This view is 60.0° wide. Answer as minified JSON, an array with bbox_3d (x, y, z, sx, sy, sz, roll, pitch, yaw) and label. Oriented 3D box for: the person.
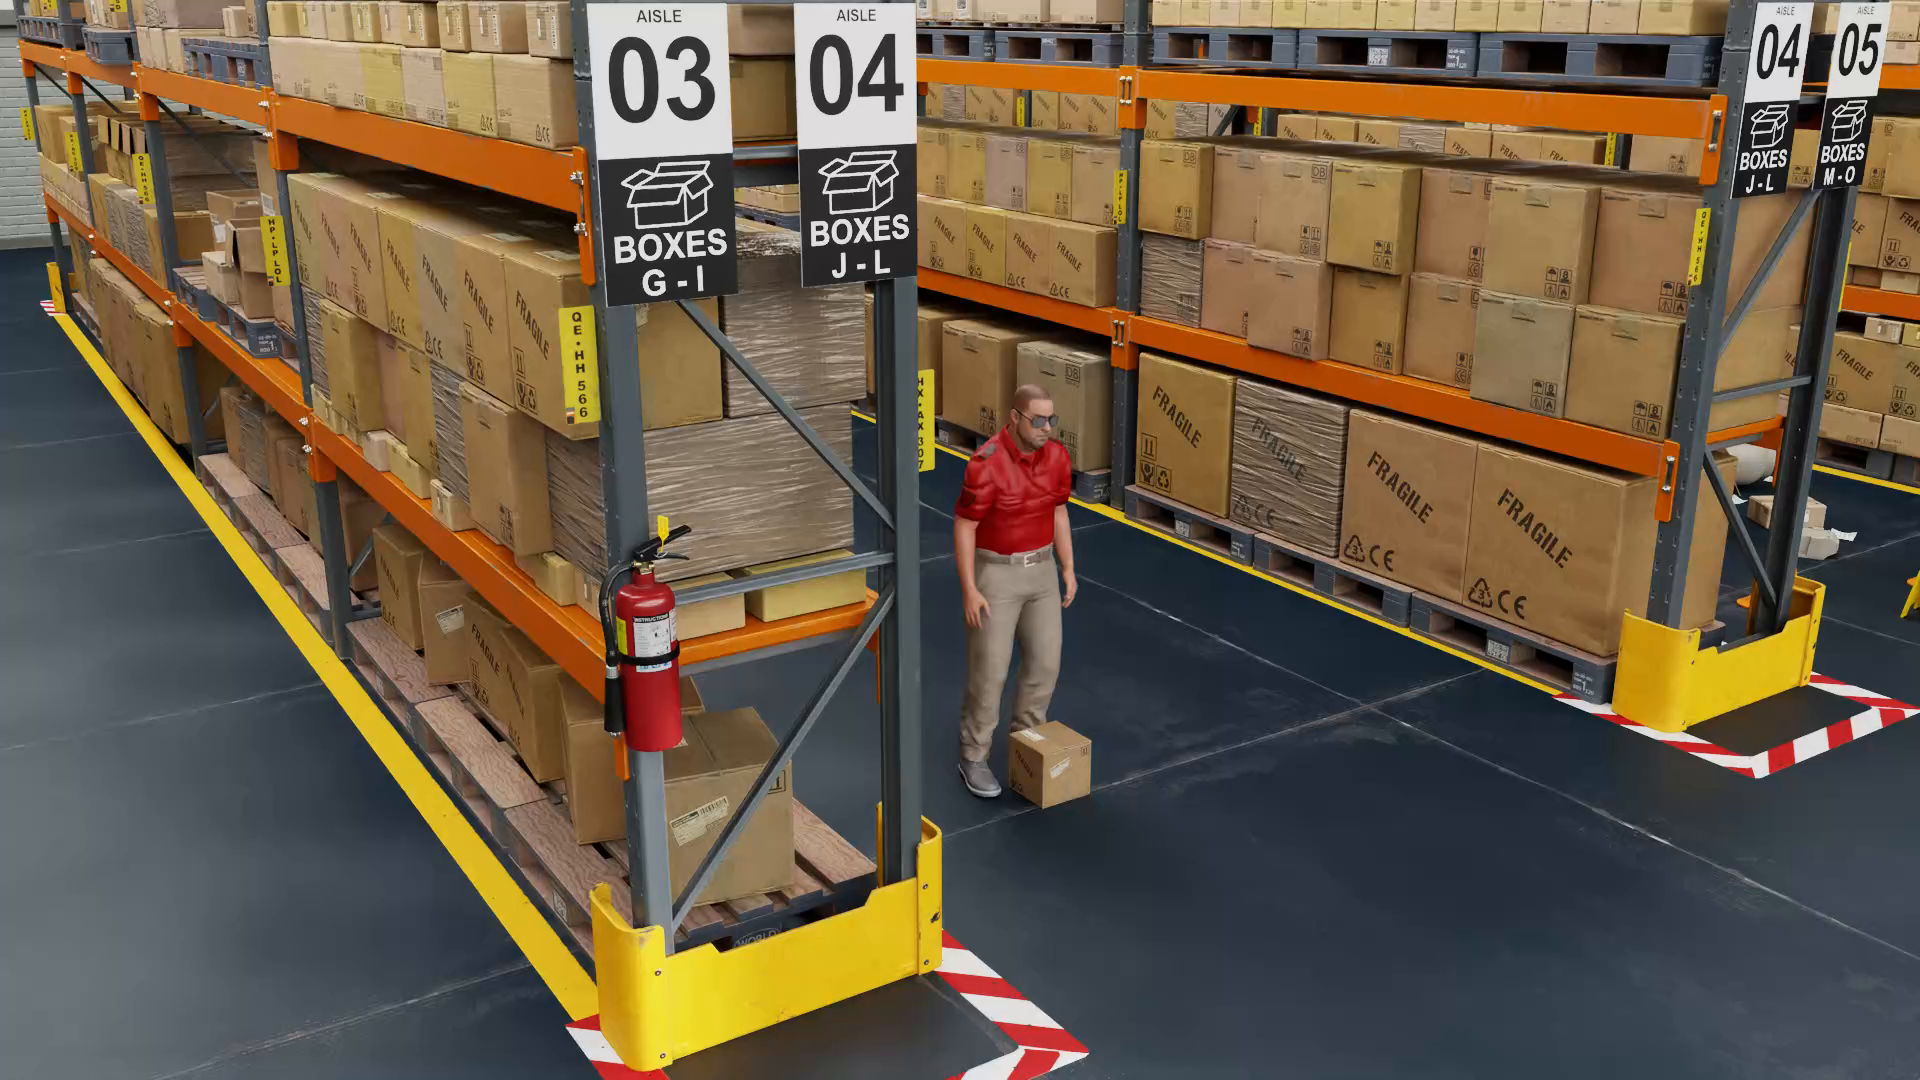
[{"bbox_3d":[0.238,0.180,7.020,0.595,1.727,0.384,-12,22,-33],"label":"person"}]
